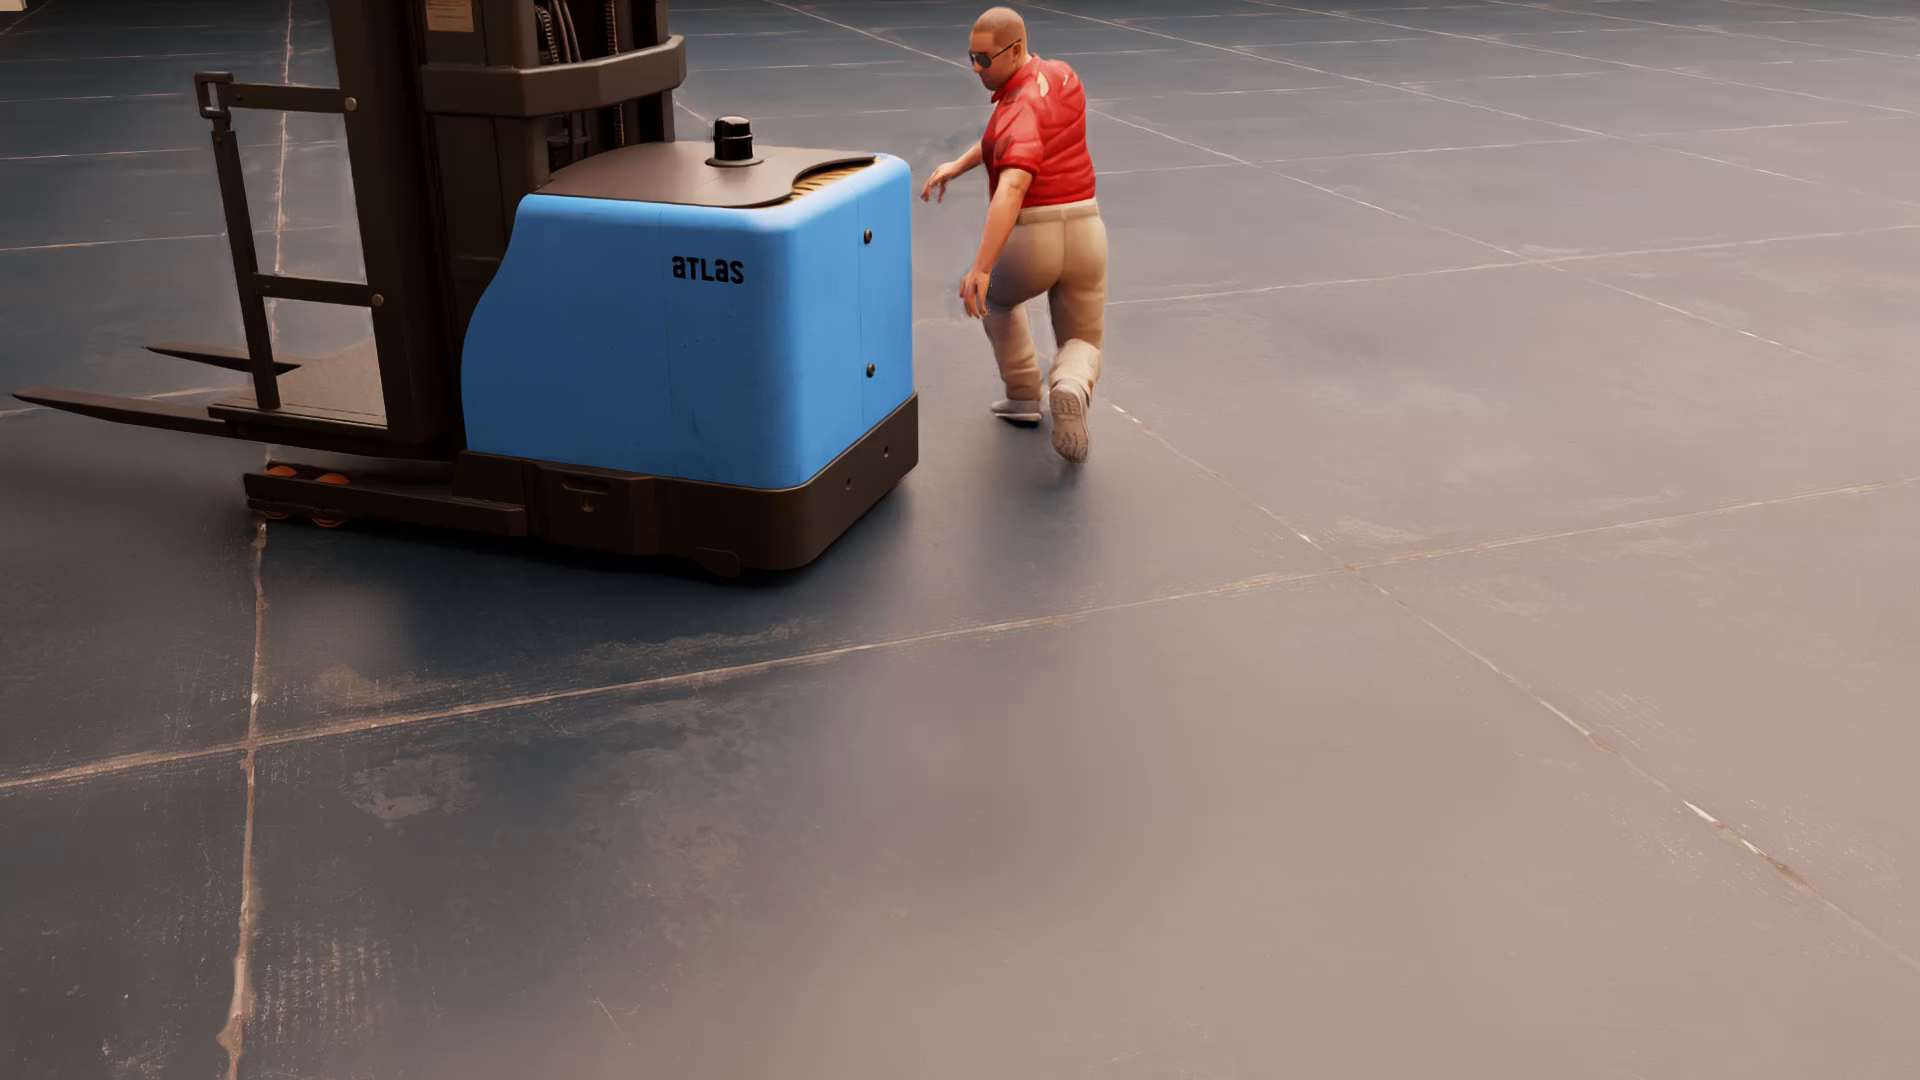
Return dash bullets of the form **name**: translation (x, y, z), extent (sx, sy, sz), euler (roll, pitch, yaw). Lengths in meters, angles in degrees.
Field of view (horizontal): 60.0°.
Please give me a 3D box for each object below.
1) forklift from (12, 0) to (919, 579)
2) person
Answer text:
- **forklift**: translation (-1.711, -1.573, 5.039), extent (3.031, 2.935, 1.130), euler (8, 24, 18)
- **person**: translation (0.215, -1.031, 5.688), extent (0.646, 1.507, 0.907), euler (-9, 25, -21)
